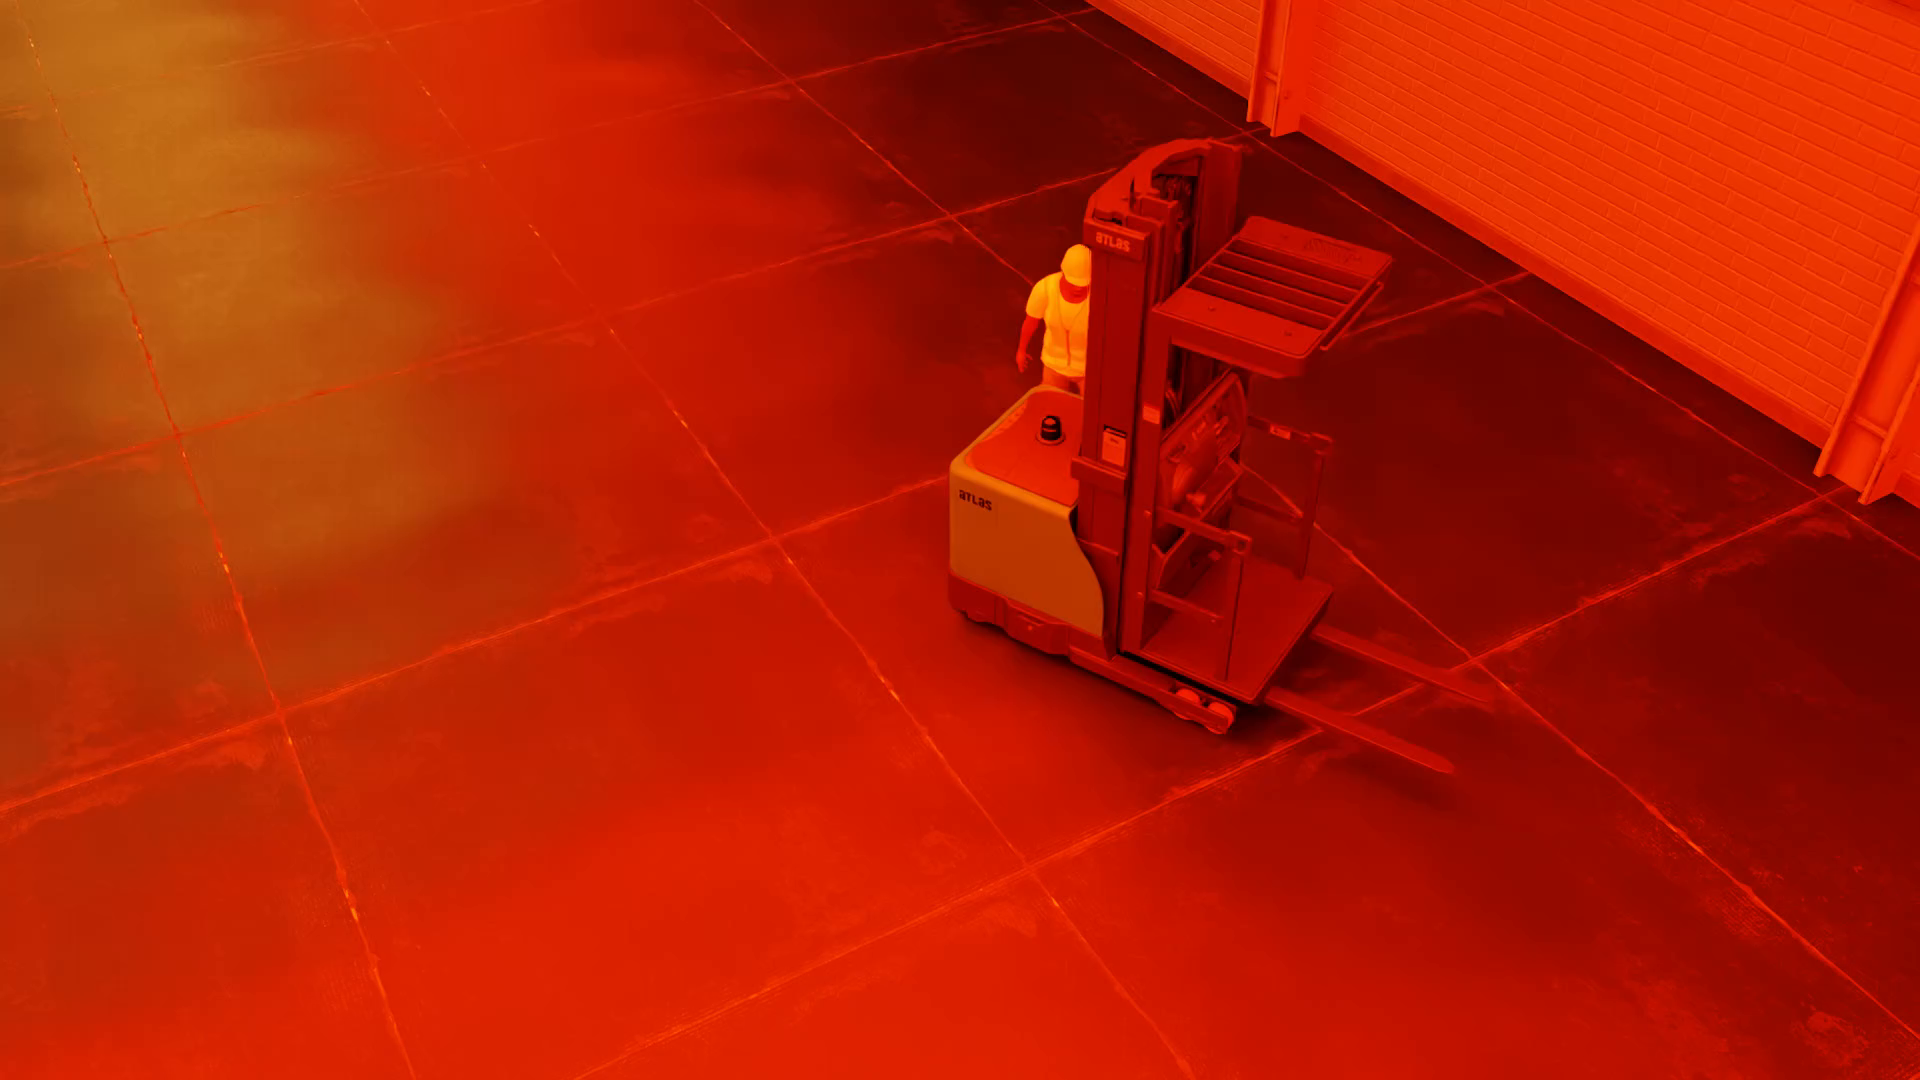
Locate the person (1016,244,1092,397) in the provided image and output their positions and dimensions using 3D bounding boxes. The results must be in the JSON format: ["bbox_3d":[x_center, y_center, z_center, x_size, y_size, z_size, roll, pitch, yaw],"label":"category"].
[{"bbox_3d":[0.718,-1.062,10.253,0.850,1.735,0.431,13,41,15],"label":"person"}]

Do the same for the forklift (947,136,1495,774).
[{"bbox_3d":[1.440,-0.464,8.596,3.031,2.935,1.130,23,45,25],"label":"forklift"}]
